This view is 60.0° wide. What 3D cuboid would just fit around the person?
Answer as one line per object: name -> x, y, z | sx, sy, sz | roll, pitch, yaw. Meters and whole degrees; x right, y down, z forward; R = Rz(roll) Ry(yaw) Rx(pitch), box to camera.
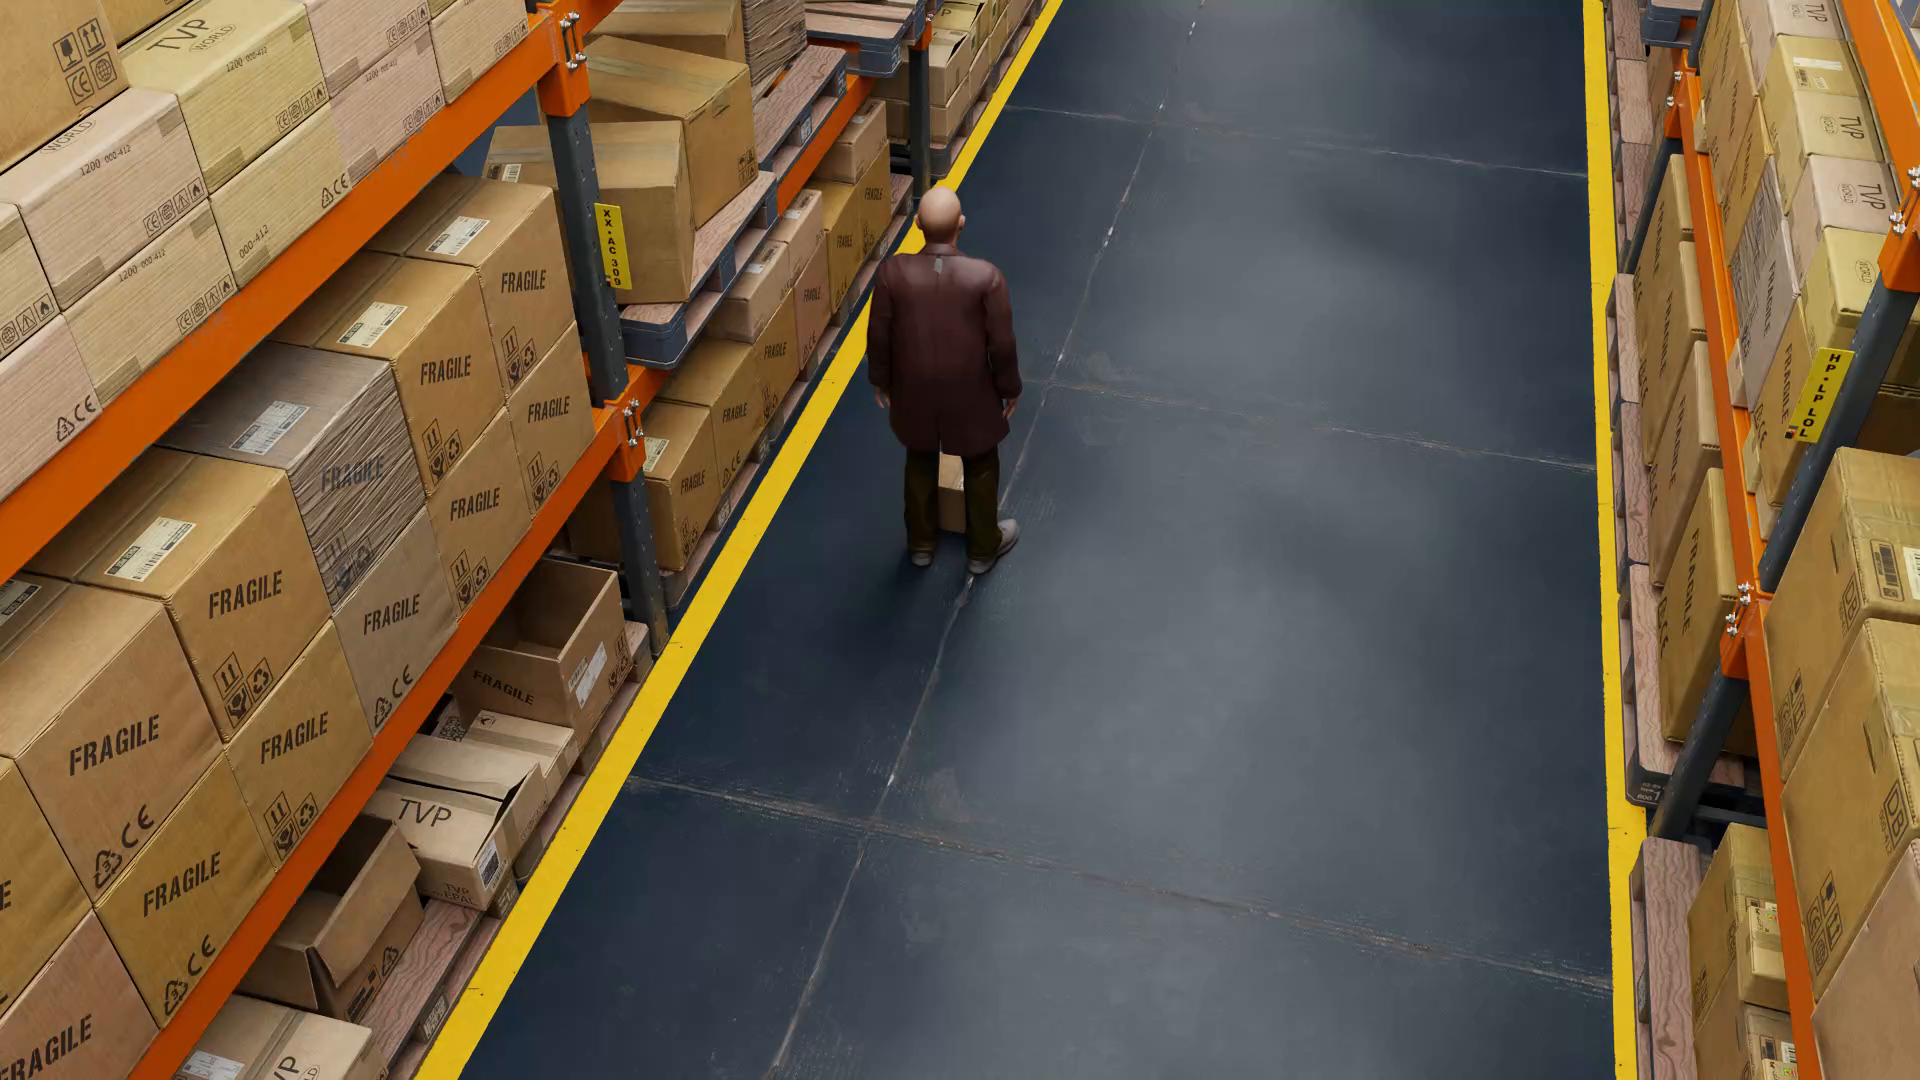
person -> -0.065, -0.638, 6.917 | 0.652, 1.773, 0.430 | 8, 41, 9
